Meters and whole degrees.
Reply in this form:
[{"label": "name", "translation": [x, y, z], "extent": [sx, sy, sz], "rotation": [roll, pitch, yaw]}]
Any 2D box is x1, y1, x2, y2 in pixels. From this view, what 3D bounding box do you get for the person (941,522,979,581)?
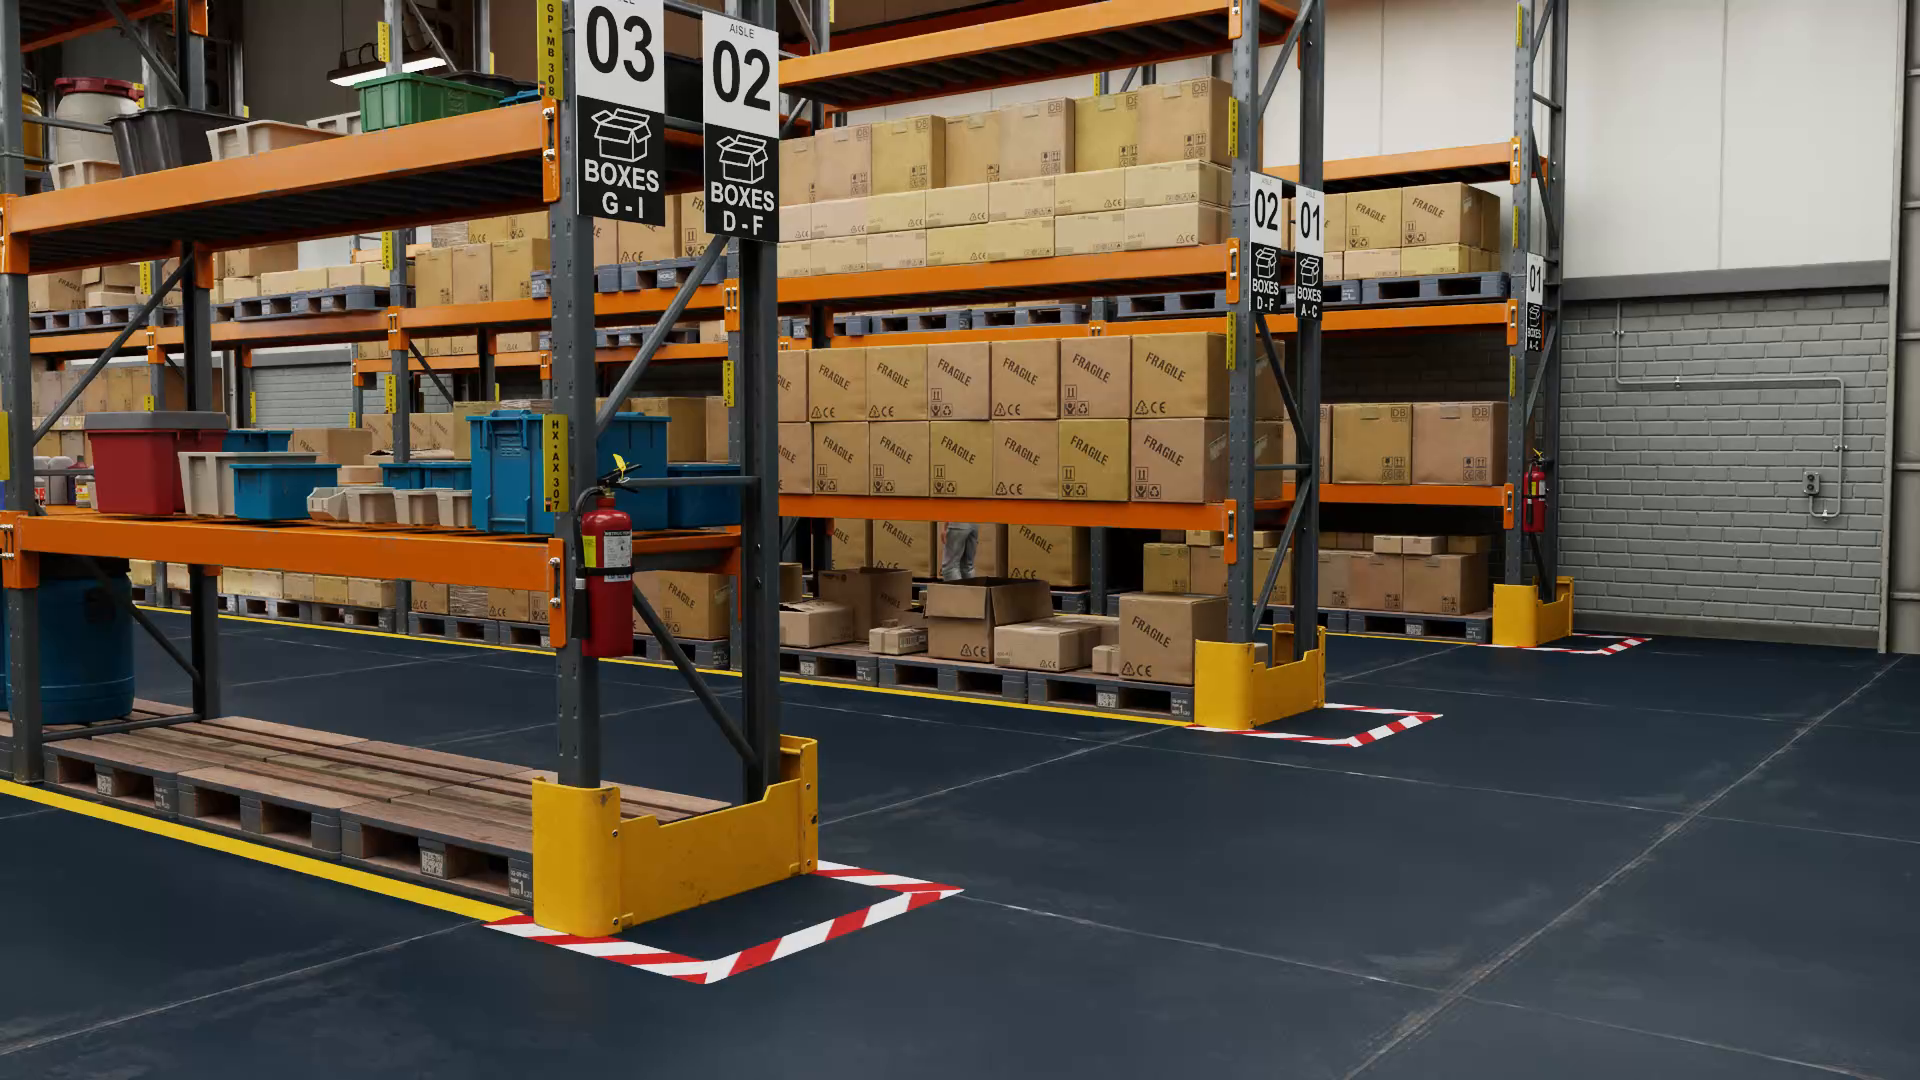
[{"label": "person", "translation": [-0.009, -0.090, 15.697], "extent": [0.360, 1.672, 0.488], "rotation": [2, 4, 34]}]
